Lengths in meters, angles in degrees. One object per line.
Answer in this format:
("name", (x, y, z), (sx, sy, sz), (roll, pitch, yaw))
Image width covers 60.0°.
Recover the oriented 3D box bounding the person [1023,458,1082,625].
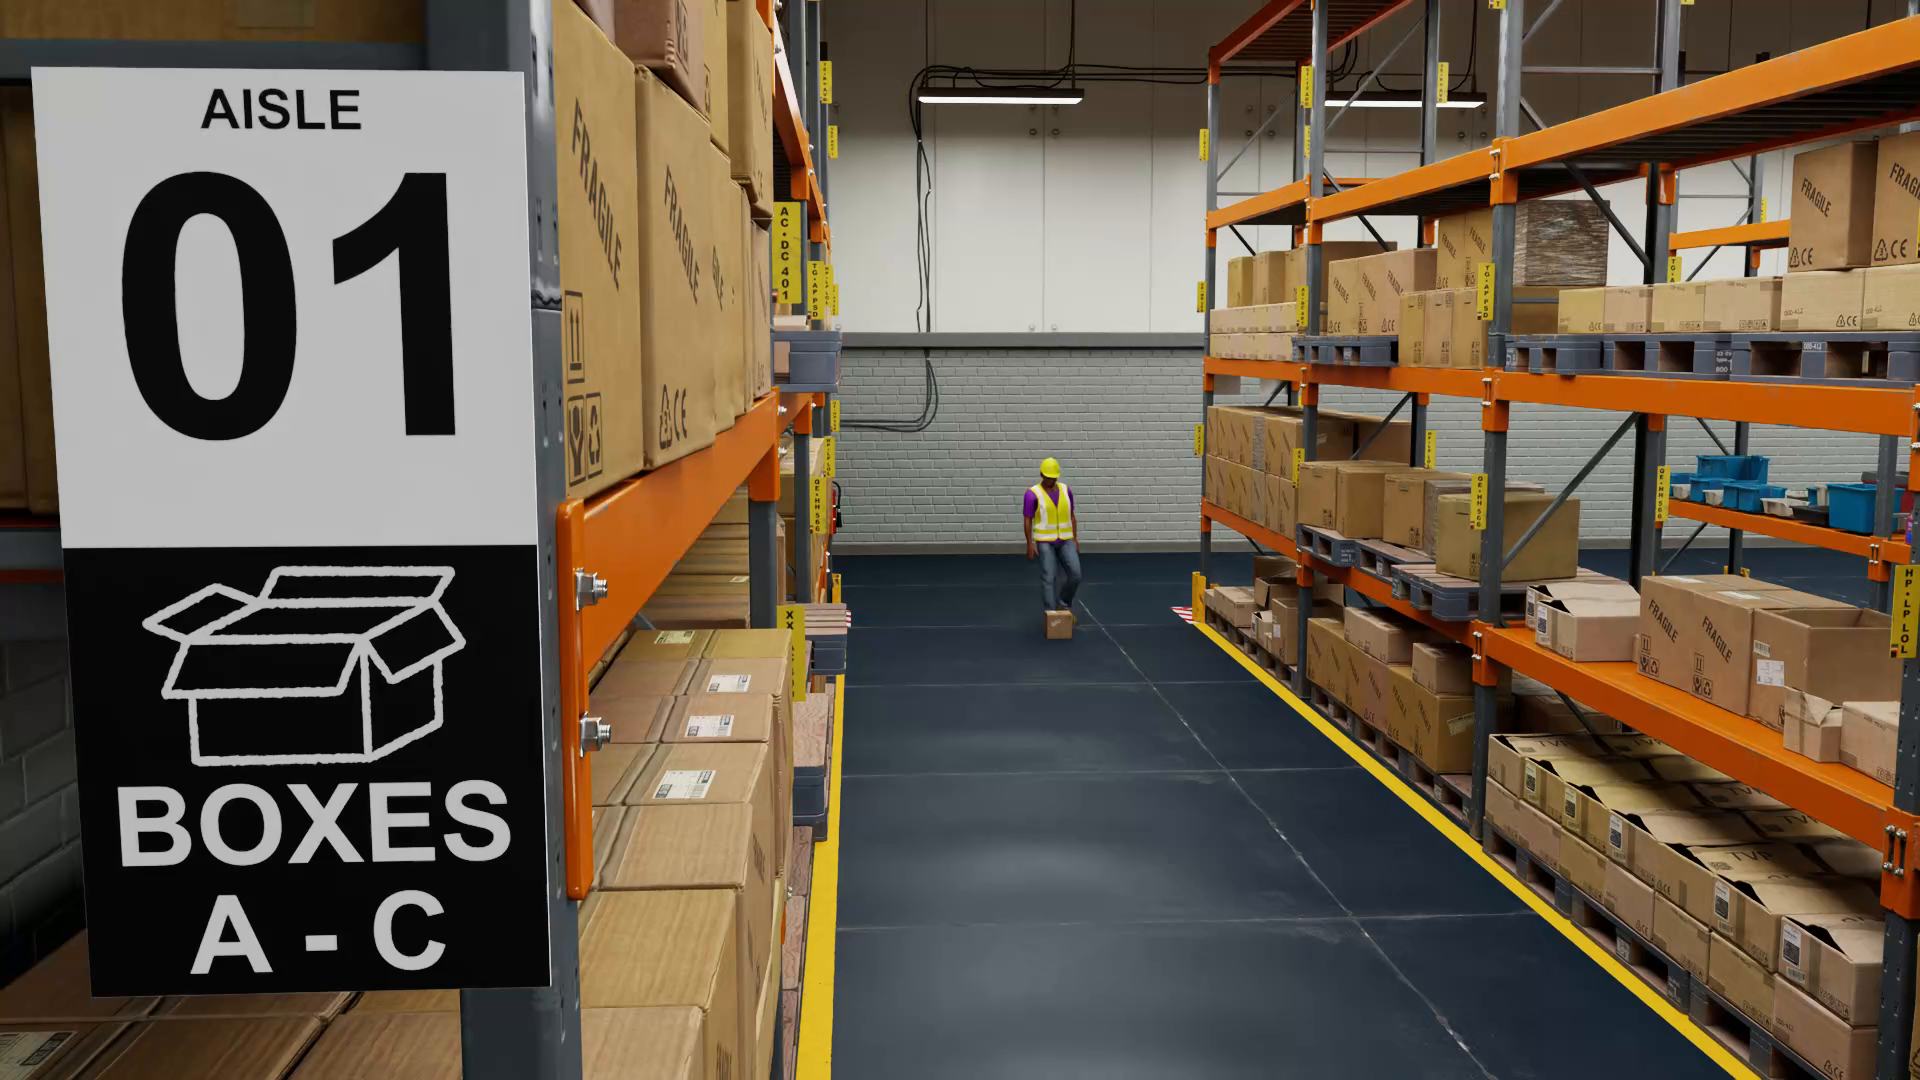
("person", (0.987, 0.035, 17.168), (0.611, 1.763, 0.532), (-2, 7, -17))
